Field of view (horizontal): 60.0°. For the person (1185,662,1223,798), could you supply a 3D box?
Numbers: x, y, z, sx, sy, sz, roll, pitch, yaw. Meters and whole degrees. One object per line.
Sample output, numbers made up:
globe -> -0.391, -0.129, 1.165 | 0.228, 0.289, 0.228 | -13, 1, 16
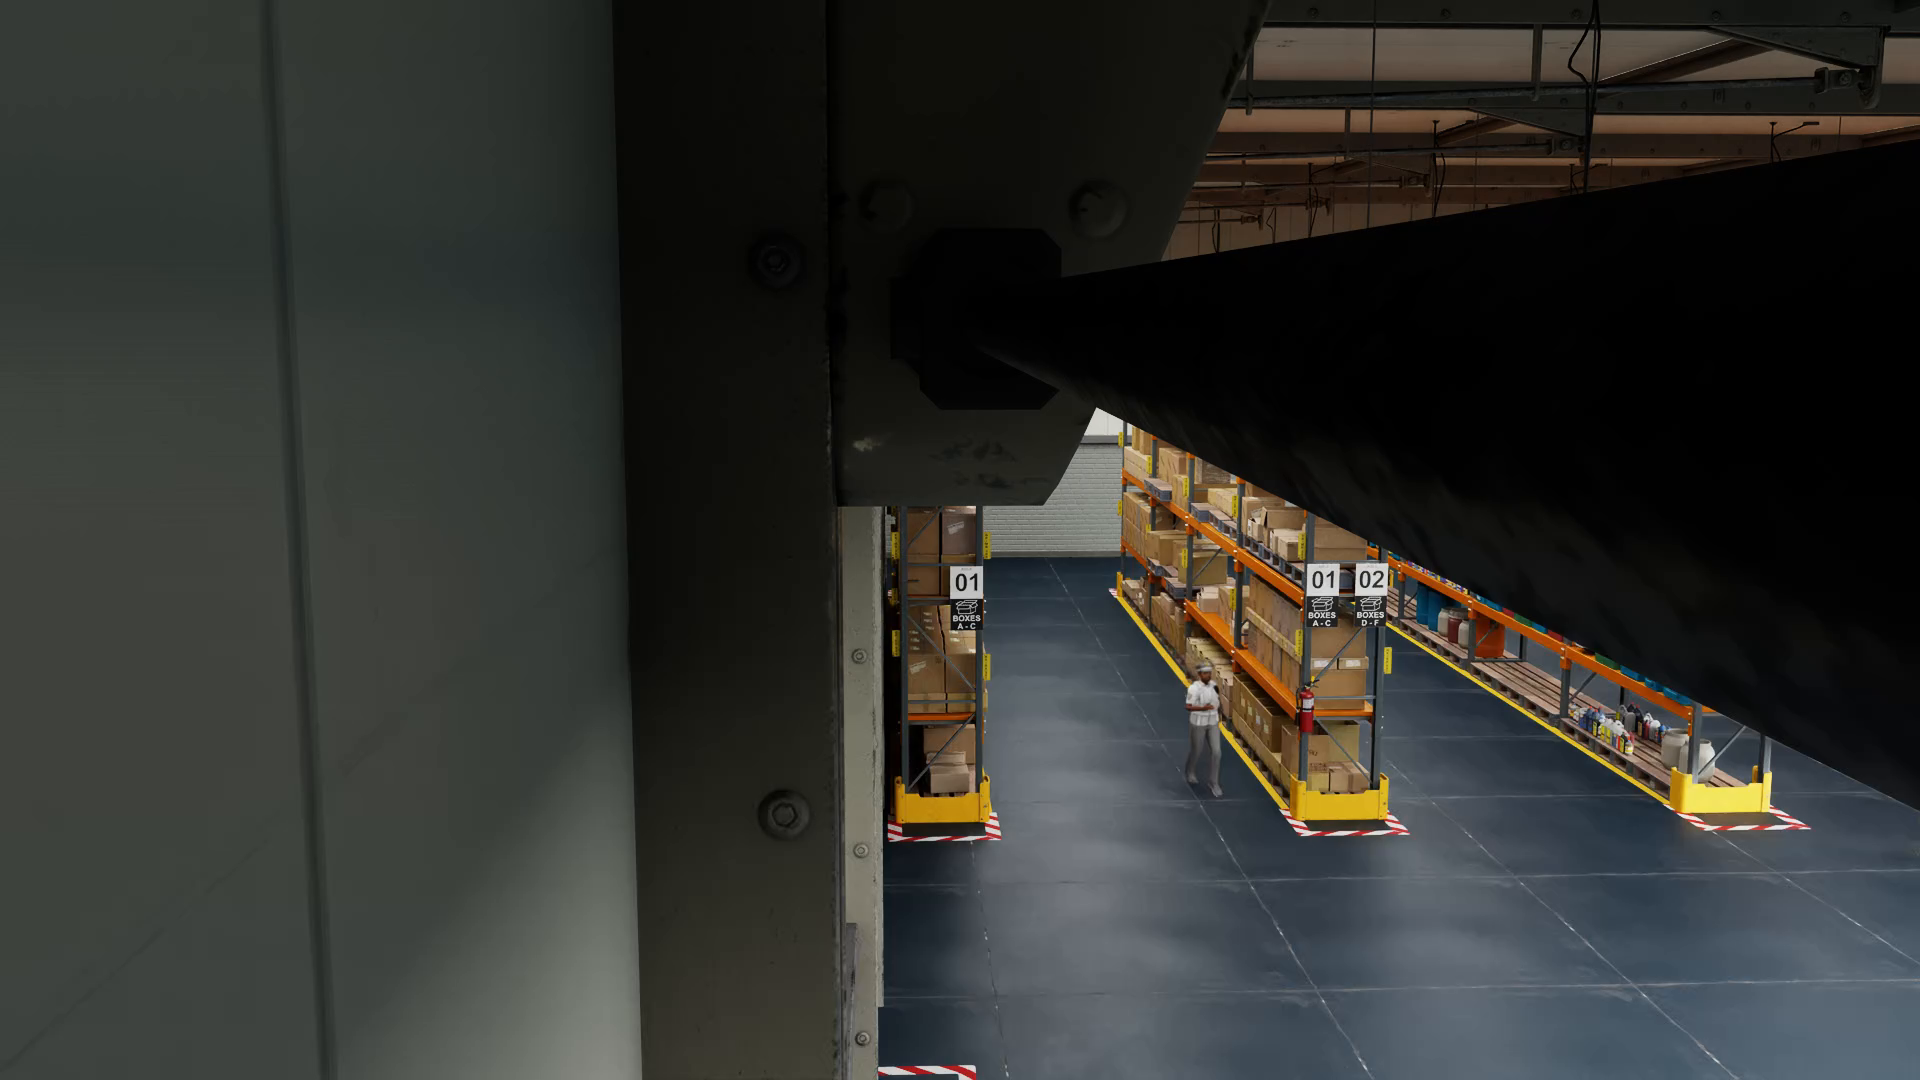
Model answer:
person -> 3.195, 2.434, 21.773 | 0.566, 1.741, 0.772 | -2, 8, -17
